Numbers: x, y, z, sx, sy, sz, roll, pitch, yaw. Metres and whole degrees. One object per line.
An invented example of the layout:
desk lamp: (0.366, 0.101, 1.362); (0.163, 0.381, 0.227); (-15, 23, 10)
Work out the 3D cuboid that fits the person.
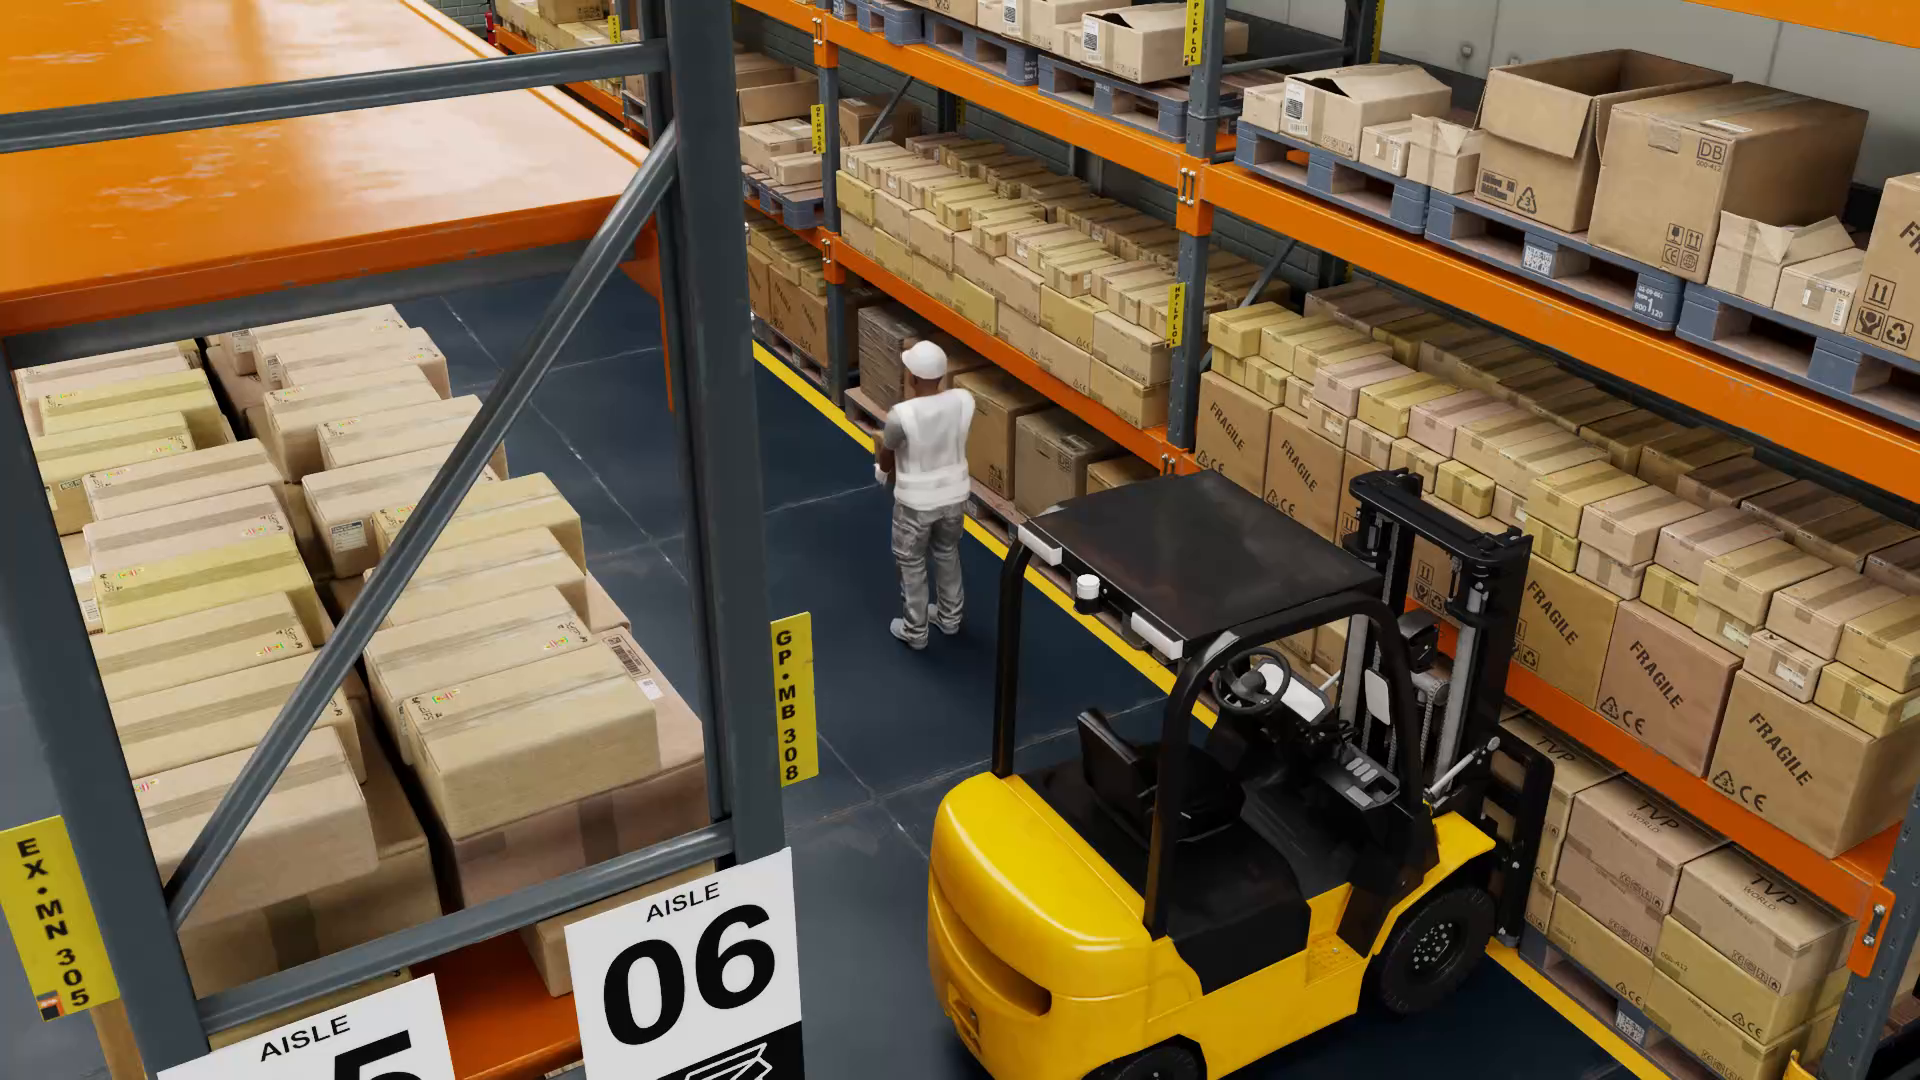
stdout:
person: (-0.223, -0.281, 9.056); (0.490, 1.782, 0.578); (-16, 33, -27)
